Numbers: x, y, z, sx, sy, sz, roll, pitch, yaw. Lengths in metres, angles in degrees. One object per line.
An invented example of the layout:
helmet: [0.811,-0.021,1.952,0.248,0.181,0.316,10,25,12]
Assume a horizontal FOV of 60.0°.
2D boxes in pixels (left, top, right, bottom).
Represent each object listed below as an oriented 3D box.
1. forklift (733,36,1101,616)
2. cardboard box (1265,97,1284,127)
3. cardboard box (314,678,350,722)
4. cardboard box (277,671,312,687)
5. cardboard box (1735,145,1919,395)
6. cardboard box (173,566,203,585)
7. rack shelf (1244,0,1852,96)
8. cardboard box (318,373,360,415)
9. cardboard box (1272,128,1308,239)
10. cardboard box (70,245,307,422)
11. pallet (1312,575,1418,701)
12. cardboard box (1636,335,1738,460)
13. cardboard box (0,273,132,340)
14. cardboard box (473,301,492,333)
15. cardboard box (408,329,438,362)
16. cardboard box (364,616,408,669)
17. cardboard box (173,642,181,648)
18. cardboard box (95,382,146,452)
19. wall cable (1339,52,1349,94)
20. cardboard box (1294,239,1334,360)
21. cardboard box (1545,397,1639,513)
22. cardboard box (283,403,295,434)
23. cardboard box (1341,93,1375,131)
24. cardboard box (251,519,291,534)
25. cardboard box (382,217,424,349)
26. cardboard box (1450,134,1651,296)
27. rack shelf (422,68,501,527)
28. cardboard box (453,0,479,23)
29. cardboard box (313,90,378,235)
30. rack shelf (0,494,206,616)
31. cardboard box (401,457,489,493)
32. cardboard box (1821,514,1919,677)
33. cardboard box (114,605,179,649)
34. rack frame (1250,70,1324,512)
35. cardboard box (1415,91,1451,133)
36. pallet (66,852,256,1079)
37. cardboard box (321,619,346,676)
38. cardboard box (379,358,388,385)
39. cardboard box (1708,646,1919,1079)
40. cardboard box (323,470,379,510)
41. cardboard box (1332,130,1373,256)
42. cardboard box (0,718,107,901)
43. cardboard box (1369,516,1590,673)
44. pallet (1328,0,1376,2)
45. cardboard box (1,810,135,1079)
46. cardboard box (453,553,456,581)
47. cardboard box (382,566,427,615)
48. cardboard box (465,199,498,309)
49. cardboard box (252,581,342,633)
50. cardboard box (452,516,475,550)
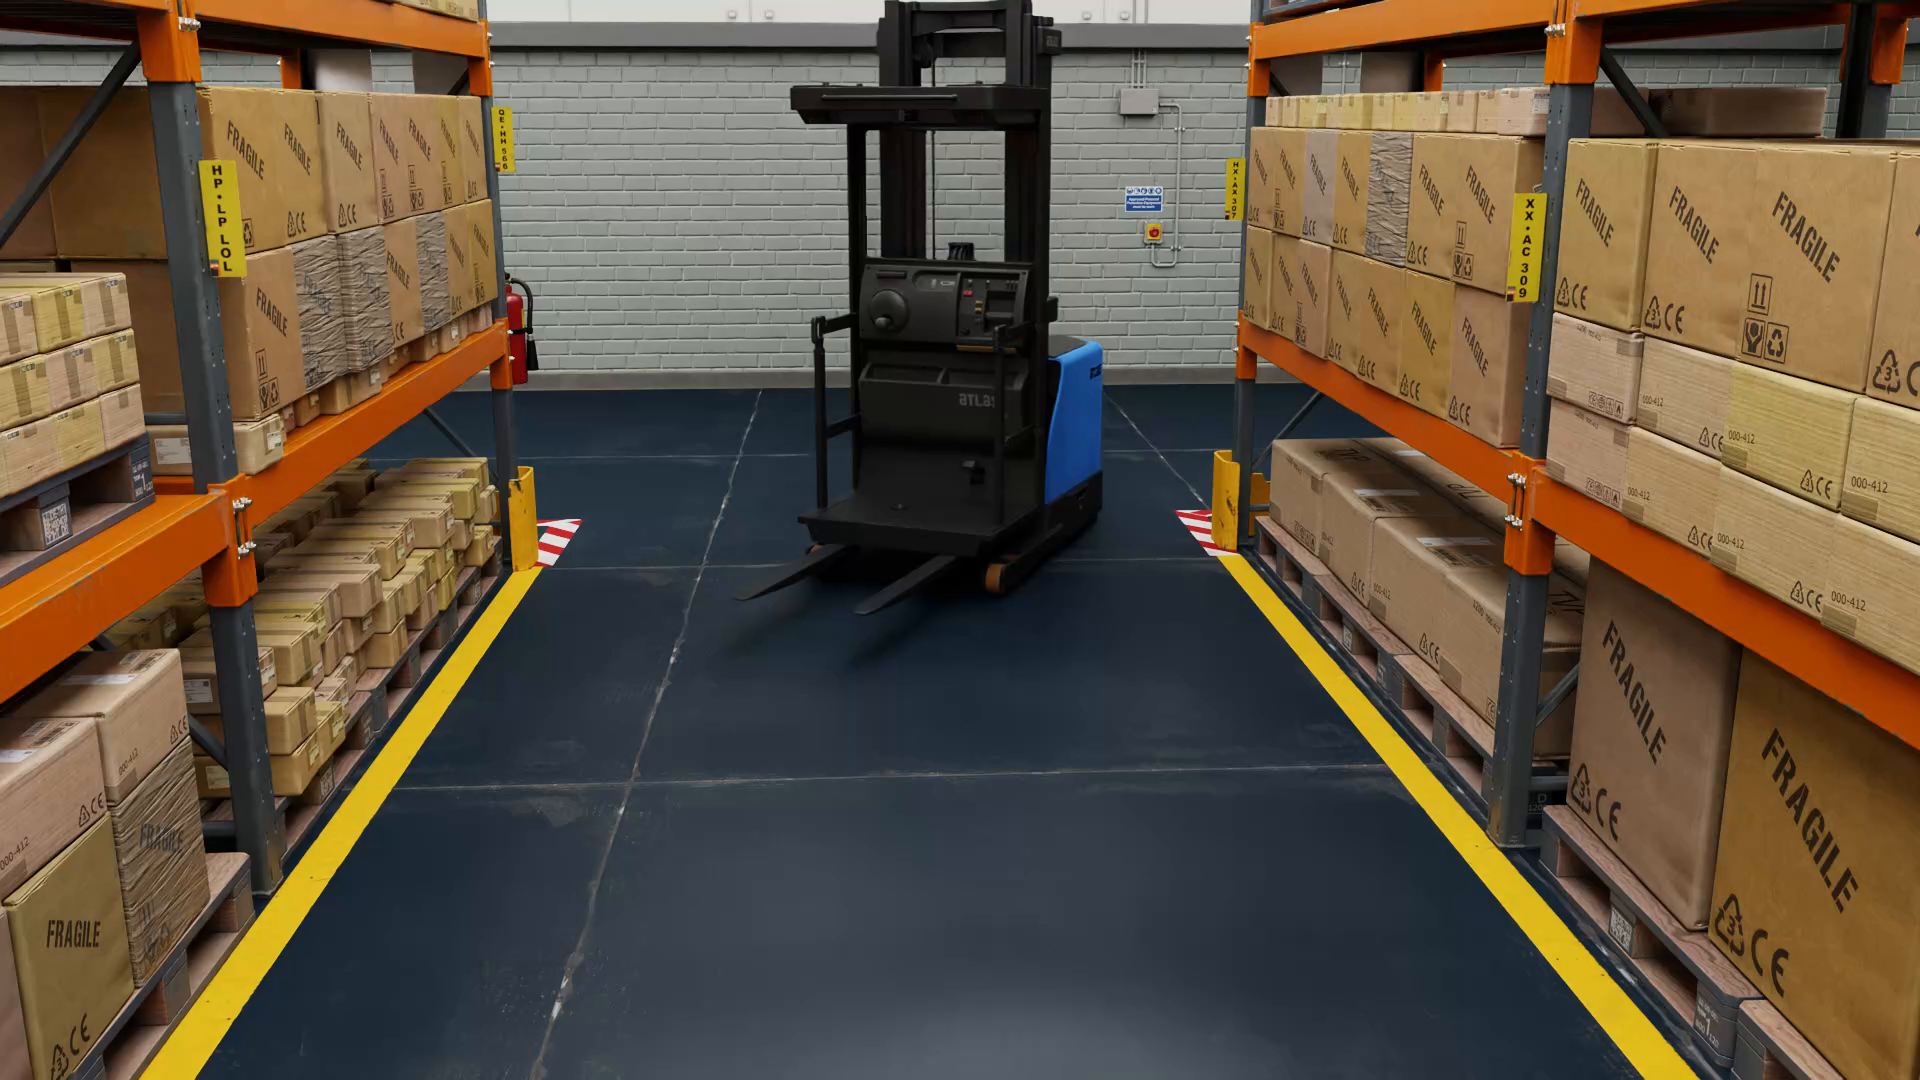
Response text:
forklift: [2.355,-1.810,6.109,7.407,5.209,9.711,6,15,21]
cardboard box: [1.782,-2.193,8.522,0.380,0.149,0.250,-1,14,-2]
cardboard box: [-2.436,0.612,6.007,0.380,0.149,0.250,-1,14,-4]
cardboard box: [-2.459,0.534,5.713,0.380,0.149,0.250,-1,14,-3]
cardboard box: [2.112,-0.612,3.679,0.500,0.500,0.500,-1,14,-5]
cardboard box: [-3.057,0.206,6.392,0.380,0.149,0.250,-2,15,-6]
rack shelf: [2.160,-2.046,6.882,1.077,0.370,4.000,-1,14,-3]
cardboard box: [-2.462,-0.557,6.174,0.380,0.149,0.250,-1,14,-2]
cardboard box: [1.821,-1.720,7.983,0.500,0.500,0.500,-1,14,-5]
cardboard box: [-2.429,-0.662,5.283,0.500,0.500,0.500,-1,14,-4]
pallet: [2.236,0.412,7.502,1.003,0.211,1.213,-1,14,-3]
cardboard box: [2.090,-0.371,4.245,0.500,0.250,0.500,-1,14,-3]
cardboard box: [-2.431,-0.616,4.367,0.380,0.149,0.250,0,14,-1]
cardboard box: [-2.596,-1.139,8.438,0.380,0.149,0.250,-1,14,-3]
cardboard box: [-2.561,-0.885,7.452,0.380,0.149,0.250,-2,15,-6]
cardboard box: [-2.473,0.417,6.764,0.380,0.149,0.250,-1,14,-5]
cardboard box: [-2.968,0.420,6.157,0.380,0.149,0.250,-1,14,-3]
cardboard box: [-2.428,-0.329,4.446,0.380,0.149,0.250,-1,14,-5]
wall cable: [3.078,-3.358,14.518,0.588,1.984,0.122,-1,14,-3]
cardboard box: [1.852,-1.112,7.626,0.500,0.500,0.500,-1,14,-4]
cardboard box: [2.048,-0.258,4.811,0.500,0.250,0.500,-1,14,-5]
cardboard box: [-2.500,-0.425,5.663,0.380,0.149,0.250,-2,15,-6]
cardboard box: [1.836,-1.807,7.020,0.380,0.149,0.250,-1,14,-5]
cardboard box: [-3.103,0.014,7.136,0.380,0.149,0.250,-1,14,-3]
cardboard box: [-2.525,-1.044,6.766,0.500,0.500,0.500,0,14,-1]
cardboard box: [1.979,-1.090,5.536,0.500,0.500,0.500,-1,14,-4]
rack shelf: [-2.901,-1.337,8.705,0.949,2.616,0.053,-1,14,-3]
cardboard box: [-2.606,-2.609,7.926,0.500,0.250,0.500,-1,14,-5]
cardboard box: [-2.483,-1.390,6.104,0.500,0.500,0.500,-1,14,-3]
rack shelf: [-2.526,0.408,2.971,0.919,0.124,3.809,-1,14,-3]
cardboard box: [-2.612,-0.321,8.437,0.380,0.149,0.250,-1,14,-3]
cardboard box: [2.119,0.123,3.331,0.500,0.250,0.500,-1,14,-4]
cardboard box: [-3.010,0.337,5.880,0.380,0.149,0.250,-1,14,-4]
rack frame: [2.039,-1.439,9.100,0.949,2.616,0.053,-1,14,-3]
cardboard box: [1.949,-1.617,6.280,0.380,0.149,0.250,-1,14,-4]
pallet: [-2.601,1.201,4.434,1.003,0.211,1.213,-1,14,-3]
cardboard box: [-2.524,0.407,6.208,0.380,0.149,0.250,-2,15,-6]
cardboard box: [-2.534,-0.689,6.690,0.380,0.149,0.250,0,14,-1]
cardboard box: [2.466,0.759,3.979,0.875,0.875,0.875,0,14,-2]
cardboard box: [-3.068,-0.246,8.148,0.380,0.149,0.250,-1,14,-2]
cardboard box: [1.892,-1.468,7.003,0.500,0.500,0.500,-1,14,-3]
cardboard box: [-2.333,0.611,3.802,0.500,0.250,0.500,0,14,-1]
cardboard box: [2.296,0.213,6.979,0.875,0.438,0.875,-1,14,-5]
pallet: [2.171,-2.360,6.838,1.003,0.211,1.213,-1,14,-3]
cardboard box: [-2.322,0.972,3.902,0.500,0.500,0.500,-1,14,-5]
cardboard box: [-2.582,0.158,7.771,0.380,0.149,0.250,-1,14,-3]
cardboard box: [-2.459,0.212,6.962,0.380,0.149,0.250,-1,14,-3]
cardboard box: [-2.613,-1.422,8.237,0.500,0.500,0.500,-1,14,-2]
cardboard box: [-2.526,0.262,6.175,0.380,0.149,0.250,-1,14,-5]
cardboard box: [-2.547,-0.048,7.976,0.380,0.149,0.250,-1,15,-6]
